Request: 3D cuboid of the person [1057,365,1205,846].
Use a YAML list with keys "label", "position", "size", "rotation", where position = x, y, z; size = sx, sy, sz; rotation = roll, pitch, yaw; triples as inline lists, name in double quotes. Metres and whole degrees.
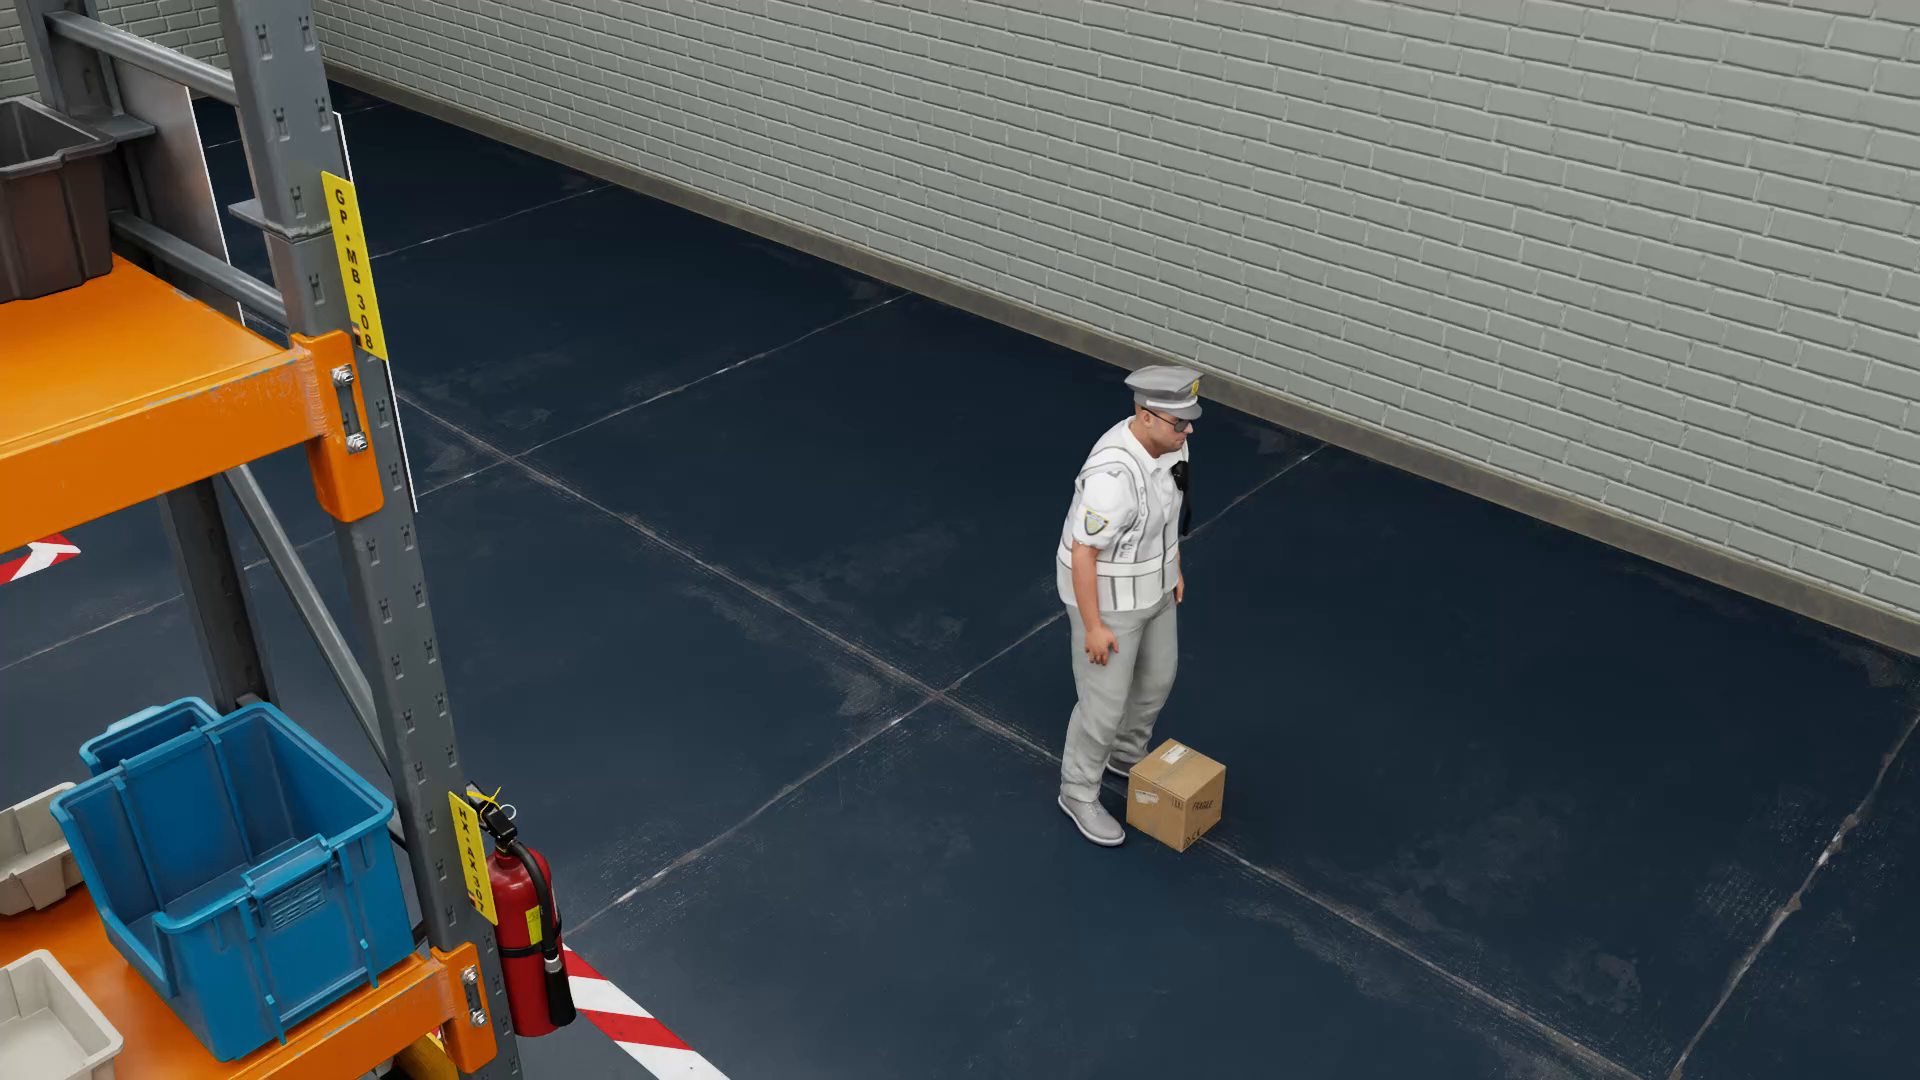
- label: "person"
  position: [0.581, 0.189, 5.813]
  size: [0.443, 1.748, 0.606]
  rotation: [23, 38, 32]
